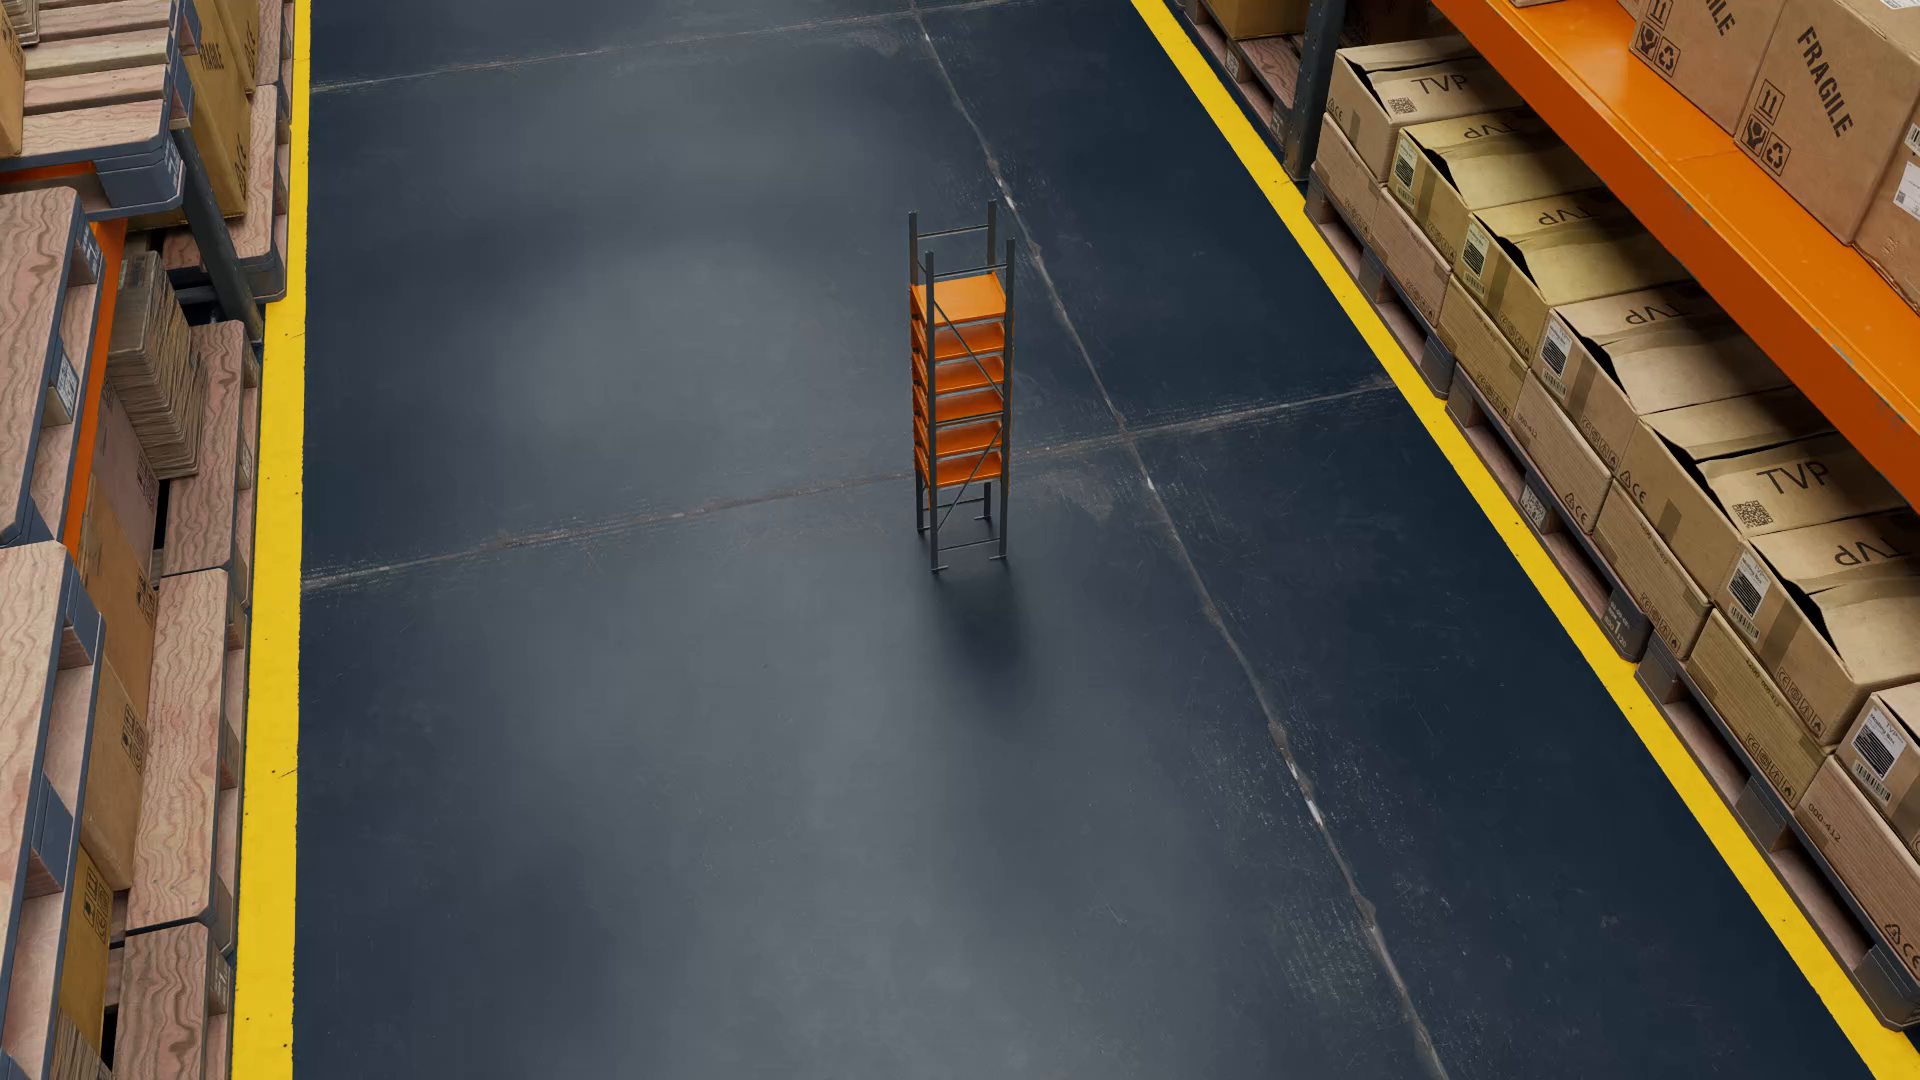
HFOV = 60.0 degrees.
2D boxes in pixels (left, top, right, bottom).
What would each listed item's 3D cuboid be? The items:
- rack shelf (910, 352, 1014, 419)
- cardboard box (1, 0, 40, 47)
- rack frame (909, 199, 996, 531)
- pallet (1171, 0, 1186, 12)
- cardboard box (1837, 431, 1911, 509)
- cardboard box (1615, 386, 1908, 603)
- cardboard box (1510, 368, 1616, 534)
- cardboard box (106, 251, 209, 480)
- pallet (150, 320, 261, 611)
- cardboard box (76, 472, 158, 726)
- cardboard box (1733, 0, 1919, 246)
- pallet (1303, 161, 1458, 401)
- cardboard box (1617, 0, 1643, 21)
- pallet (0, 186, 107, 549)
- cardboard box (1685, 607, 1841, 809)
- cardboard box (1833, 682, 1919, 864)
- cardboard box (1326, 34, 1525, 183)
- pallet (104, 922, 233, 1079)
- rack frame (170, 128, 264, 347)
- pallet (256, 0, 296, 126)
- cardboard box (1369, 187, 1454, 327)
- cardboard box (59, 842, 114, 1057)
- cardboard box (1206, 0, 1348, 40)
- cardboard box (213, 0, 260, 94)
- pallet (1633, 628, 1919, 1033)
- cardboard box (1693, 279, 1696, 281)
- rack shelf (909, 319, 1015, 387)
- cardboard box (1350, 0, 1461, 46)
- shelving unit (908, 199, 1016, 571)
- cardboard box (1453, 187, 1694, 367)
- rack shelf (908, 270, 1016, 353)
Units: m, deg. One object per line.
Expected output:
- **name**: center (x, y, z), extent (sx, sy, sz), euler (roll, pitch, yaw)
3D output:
- **rack shelf**: center (0.004, -0.463, 4.758), extent (0.258, 0.103, 0.180), euler (-11, 47, -10)
- **cardboard box**: center (-2.856, -1.563, 4.303), extent (0.700, 0.500, 0.500), euler (-16, 48, -15)
- **rack frame**: center (-0.020, -0.473, 4.874), extent (0.240, 1.200, 0.006), euler (-11, 47, -10)
- **pallet**: center (1.339, -2.992, 8.034), extent (1.003, 0.211, 1.213), euler (-11, 47, -10)
- **cardboard box**: center (2.704, -0.258, 4.642), extent (0.500, 0.311, 0.500), euler (-12, 47, -12)
- **cardboard box**: center (2.181, -0.154, 4.539), extent (0.500, 0.311, 0.500), euler (-11, 47, -10)
- **cardboard box**: center (2.052, -0.315, 5.090), extent (0.500, 0.250, 0.500), euler (-10, 46, -10)
- **cardboard box**: center (-2.751, -0.488, 5.070), extent (0.700, 0.500, 0.500), euler (-10, 46, -10)
- **pallet**: center (-2.787, -0.181, 5.279), extent (1.003, 0.211, 1.213), euler (-11, 47, -10)
- **cardboard box**: center (-2.577, 0.227, 4.370), extent (0.700, 0.500, 0.500), euler (-11, 47, -11)
- **cardboard box**: center (2.382, -1.121, 4.178), extent (0.500, 0.500, 0.500), euler (-11, 47, -10)
- **pallet**: center (1.975, -1.053, 6.134), extent (1.003, 0.211, 1.213), euler (-11, 47, -10)
- **cardboard box**: center (2.183, -1.647, 4.939), extent (0.380, 0.149, 0.250), euler (-8, 46, -7)
- **pallet**: center (-2.439, -0.270, 3.549), extent (1.003, 0.211, 1.213), euler (-11, 47, -10)
- **cardboard box**: center (2.312, 0.390, 4.399), extent (0.500, 0.250, 0.500), euler (-11, 47, -11)
- **cardboard box**: center (2.445, 0.549, 3.850), extent (0.500, 0.311, 0.500), euler (-11, 47, -10)
- **cardboard box**: center (1.652, -1.570, 5.927), extent (0.500, 0.311, 0.500), euler (-9, 46, -9)
- **pallet**: center (-2.162, 1.504, 3.628), extent (1.003, 0.211, 1.213), euler (-11, 47, -10)
- **rack frame**: center (-2.986, -1.696, 4.812), extent (1.000, 3.000, 0.127), euler (-11, 47, -10)
- **pallet**: center (-3.423, -2.119, 7.179), extent (1.003, 0.211, 1.213), euler (-11, 47, -10)
- **cardboard box**: center (1.782, -1.027, 5.787), extent (0.500, 0.250, 0.500), euler (-12, 47, -11)
- **cardboard box**: center (-2.347, 0.934, 3.677), extent (0.700, 0.500, 0.500), euler (-12, 47, -11)
- **cardboard box**: center (1.336, -2.487, 7.029), extent (0.500, 0.500, 0.500), euler (-9, 46, -9)
- **cardboard box**: center (-3.265, -2.229, 6.545), extent (0.750, 0.750, 0.750), euler (-11, 47, -11)
- **pallet**: center (2.600, 0.631, 4.483), extent (1.003, 0.211, 1.213), euler (-11, 47, -10)
- **cardboard box**: center (2.440, -0.962, 5.331), extent (0.500, 0.311, 0.500), euler (-11, 47, -11)
- **rack shelf**: center (0.004, -0.547, 4.672), extent (0.258, 0.103, 0.180), euler (-11, 47, -10)
- **cardboard box**: center (1.962, -2.250, 6.797), extent (0.500, 0.500, 0.500), euler (-9, 46, -9)
- **shelving unit**: center (0.004, -0.410, 4.812), extent (0.258, 1.200, 0.189), euler (-11, 47, -10)
- **cardboard box**: center (1.923, -0.857, 5.228), extent (0.500, 0.311, 0.500), euler (-12, 47, -11)
- **rack shelf**: center (0.004, -0.631, 4.586), extent (0.258, 0.103, 0.180), euler (-11, 47, -10)
